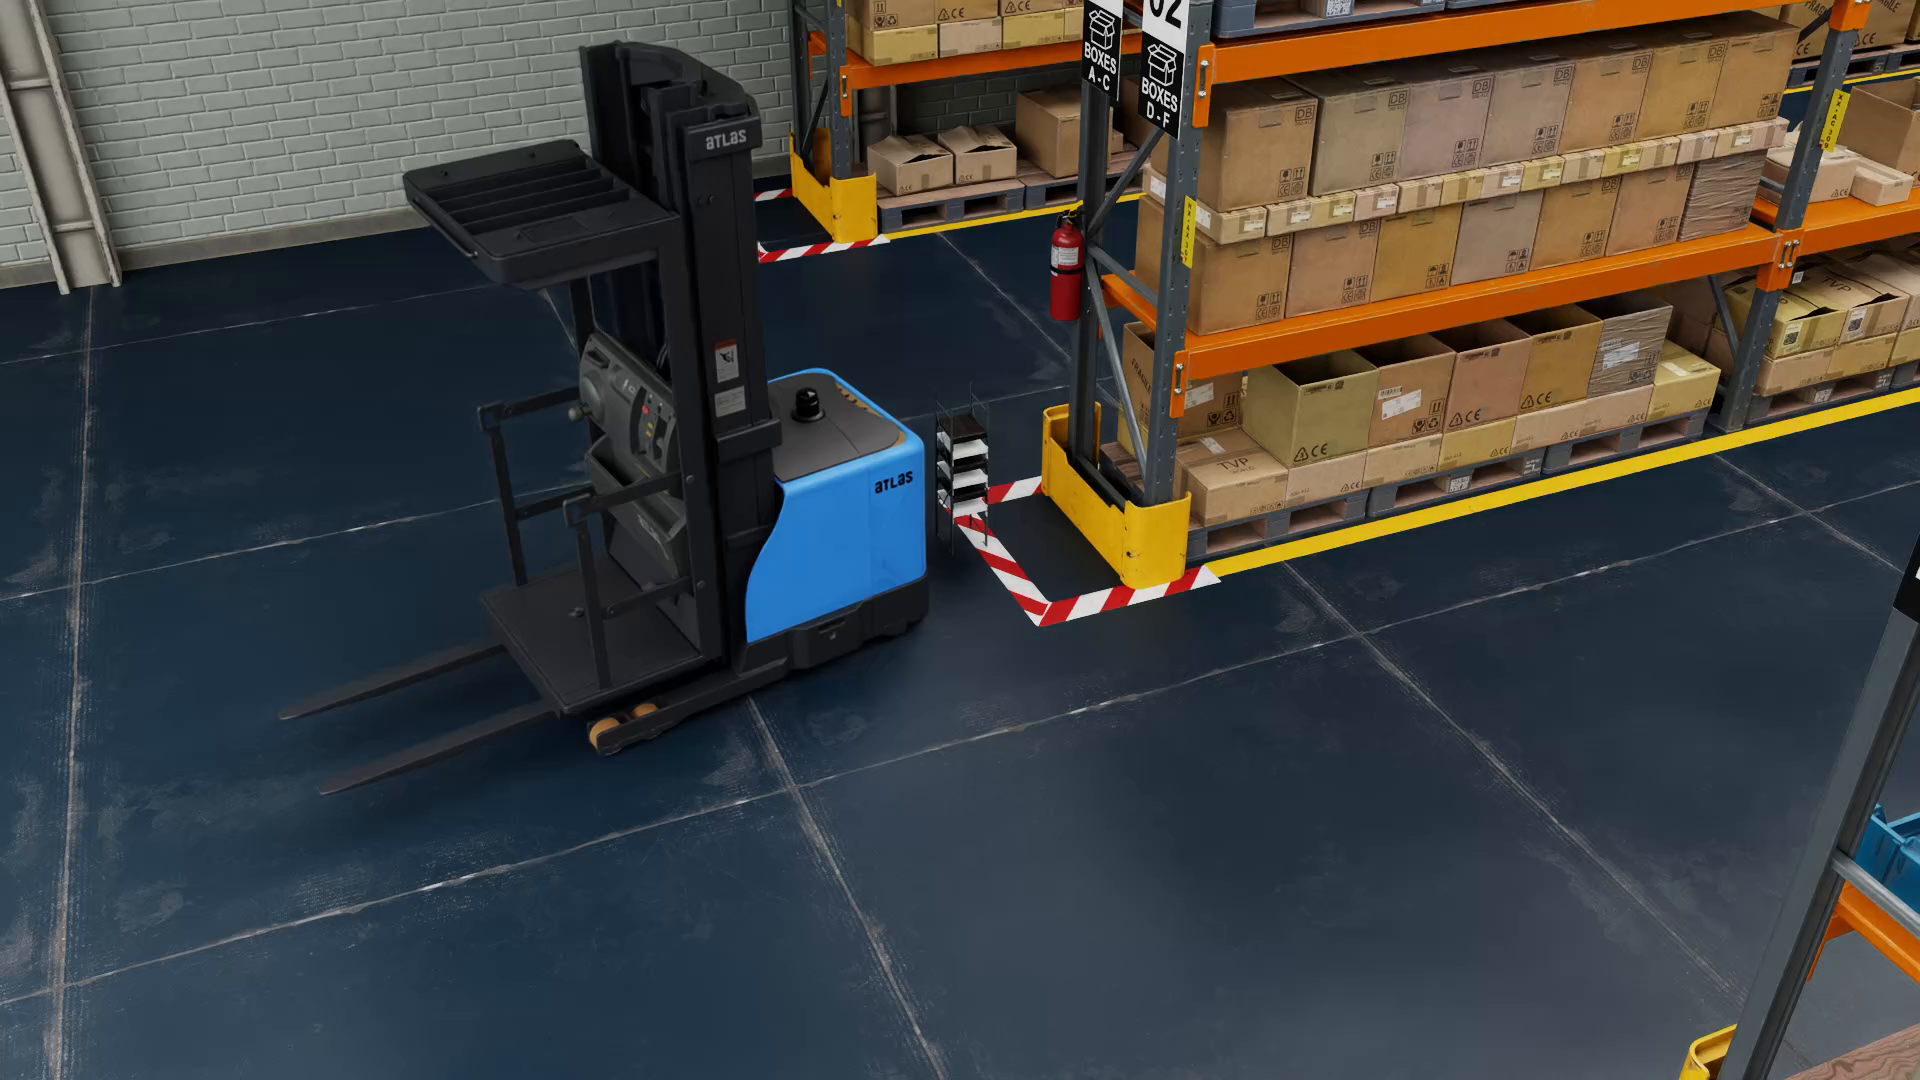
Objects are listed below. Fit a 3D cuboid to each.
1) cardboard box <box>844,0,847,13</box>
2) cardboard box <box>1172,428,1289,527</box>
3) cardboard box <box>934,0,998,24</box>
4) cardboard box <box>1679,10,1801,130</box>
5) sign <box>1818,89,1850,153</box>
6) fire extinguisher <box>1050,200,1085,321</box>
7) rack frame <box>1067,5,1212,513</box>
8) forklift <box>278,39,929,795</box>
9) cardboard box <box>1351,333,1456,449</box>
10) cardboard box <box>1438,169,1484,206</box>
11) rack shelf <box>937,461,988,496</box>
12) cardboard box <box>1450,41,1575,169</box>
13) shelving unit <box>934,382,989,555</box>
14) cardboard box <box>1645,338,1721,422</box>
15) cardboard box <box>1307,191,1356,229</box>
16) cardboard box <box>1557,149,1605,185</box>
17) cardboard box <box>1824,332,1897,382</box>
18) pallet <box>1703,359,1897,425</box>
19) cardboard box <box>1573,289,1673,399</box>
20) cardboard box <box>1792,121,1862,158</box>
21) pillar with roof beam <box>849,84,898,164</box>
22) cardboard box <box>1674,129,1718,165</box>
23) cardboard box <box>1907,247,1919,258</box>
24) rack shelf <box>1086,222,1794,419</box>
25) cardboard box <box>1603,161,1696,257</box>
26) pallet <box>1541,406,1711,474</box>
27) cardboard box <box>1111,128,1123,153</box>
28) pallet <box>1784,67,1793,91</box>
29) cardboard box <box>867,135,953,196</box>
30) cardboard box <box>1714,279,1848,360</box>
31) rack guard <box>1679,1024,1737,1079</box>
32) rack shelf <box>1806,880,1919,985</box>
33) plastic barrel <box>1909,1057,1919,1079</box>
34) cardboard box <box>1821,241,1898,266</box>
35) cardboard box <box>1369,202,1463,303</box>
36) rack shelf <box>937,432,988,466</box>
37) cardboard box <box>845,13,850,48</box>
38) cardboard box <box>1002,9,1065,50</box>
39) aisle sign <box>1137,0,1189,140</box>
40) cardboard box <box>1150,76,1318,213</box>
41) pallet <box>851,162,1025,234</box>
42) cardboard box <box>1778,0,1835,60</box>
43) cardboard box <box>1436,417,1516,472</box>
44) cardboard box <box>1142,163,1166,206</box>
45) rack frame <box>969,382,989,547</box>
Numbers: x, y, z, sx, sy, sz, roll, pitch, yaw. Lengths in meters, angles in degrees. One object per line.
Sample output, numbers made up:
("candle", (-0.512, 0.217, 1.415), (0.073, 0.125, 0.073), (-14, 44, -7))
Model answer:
("cardboard box", (-0.712, -4.277, 12.422), (0.500, 0.500, 0.500), (-13, 35, -19))
("cardboard box", (1.437, -0.345, 9.084), (0.500, 0.250, 0.500), (-13, 35, -19))
("cardboard box", (-0.049, -4.119, 12.180), (0.500, 0.500, 0.500), (-13, 35, -19))
("cardboard box", (4.138, -2.654, 9.215), (0.500, 0.500, 0.700), (-13, 35, -19))
("sign", (4.761, -2.282, 9.058), (0.005, 0.325, 0.100), (-13, 35, -19))
("fire extinguisher", (0.568, -1.496, 8.788), (0.183, 0.674, 0.296), (-13, 35, -19))
("rack frame", (0.856, -1.320, 8.447), (0.127, 3.000, 1.000), (-13, 35, -19))
("forklift", (-1.662, -0.570, 7.357), (3.031, 2.935, 1.130), (-20, 38, -28))
("cardboard box", (2.353, -0.878, 9.216), (0.500, 0.500, 0.500), (-13, 35, -19))
("cardboard box", (2.488, -1.882, 8.623), (0.250, 0.149, 0.380), (-13, 35, -20))
("rack shelf", (0.007, -0.351, 8.943), (0.200, 0.077, 0.258), (-13, 35, -19))
("cardboard box", (2.750, -2.336, 8.726), (0.500, 0.500, 0.700), (-13, 35, -19))
("shelving unit", (0.007, -0.379, 8.925), (0.210, 0.900, 0.258), (-13, 35, -19))
("cardboard box", (4.202, -0.980, 10.061), (0.500, 0.250, 0.500), (-13, 35, -19))
("cardboard box", (1.775, -1.718, 8.371), (0.250, 0.149, 0.380), (-13, 35, -19))
("cardboard box", (3.205, -2.046, 8.876), (0.250, 0.149, 0.380), (-12, 35, -18))
("cardboard box", (5.484, -1.256, 10.484), (0.500, 0.250, 0.500), (-12, 35, -18))
("pallet", (5.209, -1.171, 10.774), (1.213, 0.211, 1.003), (-13, 35, -19))
("cardboard box", (3.736, -1.195, 9.703), (0.500, 0.500, 0.500), (-13, 35, -19))
("cardboard box", (5.284, -2.386, 10.208), (0.258, 0.266, 0.396), (-14, 35, -20))
("pillar with roof beam", (0.912, -4.743, 8.206), (0.400, 9.000, 9.100), (-13, 35, -19))
("cardboard box", (3.907, -2.206, 9.121), (0.250, 0.149, 0.380), (-14, 36, -20))
("cardboard box", (6.439, -1.711, 10.668), (0.500, 0.311, 0.500), (-12, 35, -18))
("rack shelf", (2.700, -1.441, 9.292), (4.000, 0.370, 1.077), (-13, 35, -19))
("cardboard box", (3.654, -1.995, 9.392), (0.500, 0.500, 0.700), (-13, 35, -19))
("pallet", (3.795, -0.849, 10.279), (1.213, 0.211, 1.003), (-13, 35, -19))
("cardboard box", (1.141, -3.317, 13.726), (0.250, 0.149, 0.380), (-16, 36, -23))
("pallet", (7.068, -4.459, 15.828), (1.213, 0.211, 1.003), (-13, 35, -19))
("cardboard box", (-0.392, -2.969, 13.042), (0.500, 0.311, 0.500), (-17, 37, -24))
("cardboard box", (5.022, -1.385, 10.169), (0.500, 0.311, 0.500), (-13, 35, -19))
("rack guard", (2.822, 2.179, 5.360), (0.348, 0.500, 1.175), (-13, 35, -19))
("rack shelf", (4.615, 1.051, 5.462), (4.000, 0.370, 1.077), (-13, 35, -19))
("plastic barrel", (3.348, 1.861, 5.454), (0.421, 0.512, 0.421), (0, 33, 0))
("cardboard box", (5.745, -1.870, 10.914), (0.500, 0.311, 0.500), (-13, 35, -19))
("cardboard box", (2.234, -1.669, 8.892), (0.500, 0.500, 0.700), (-13, 35, -19))
("rack shelf", (0.007, -0.502, 8.845), (0.200, 0.077, 0.258), (-13, 35, -19))
("cardboard box", (-0.709, -3.952, 12.611), (0.500, 0.250, 0.500), (-12, 35, -18))
("cardboard box", (0.453, -3.921, 12.562), (0.500, 0.250, 0.500), (-13, 35, -20))
("aisle sign", (0.914, -2.242, 7.480), (0.004, 0.787, 0.394), (-13, 35, -19))
("cardboard box", (1.341, -2.009, 8.224), (0.500, 0.500, 0.700), (-13, 35, -19))
("pallet", (-0.232, -2.811, 13.295), (1.213, 0.211, 1.003), (-13, 35, -19))
("cardboard box", (7.851, -5.045, 15.758), (0.750, 0.750, 0.750), (-13, 35, -19))
("cardboard box", (2.821, -0.661, 9.570), (0.500, 0.250, 0.500), (-13, 35, -19))
("cardboard box", (1.135, -1.811, 8.514), (0.250, 0.149, 0.380), (-13, 35, -20))
("rack frame", (0.101, -0.400, 8.958), (0.006, 0.900, 0.240), (-13, 35, -19))
